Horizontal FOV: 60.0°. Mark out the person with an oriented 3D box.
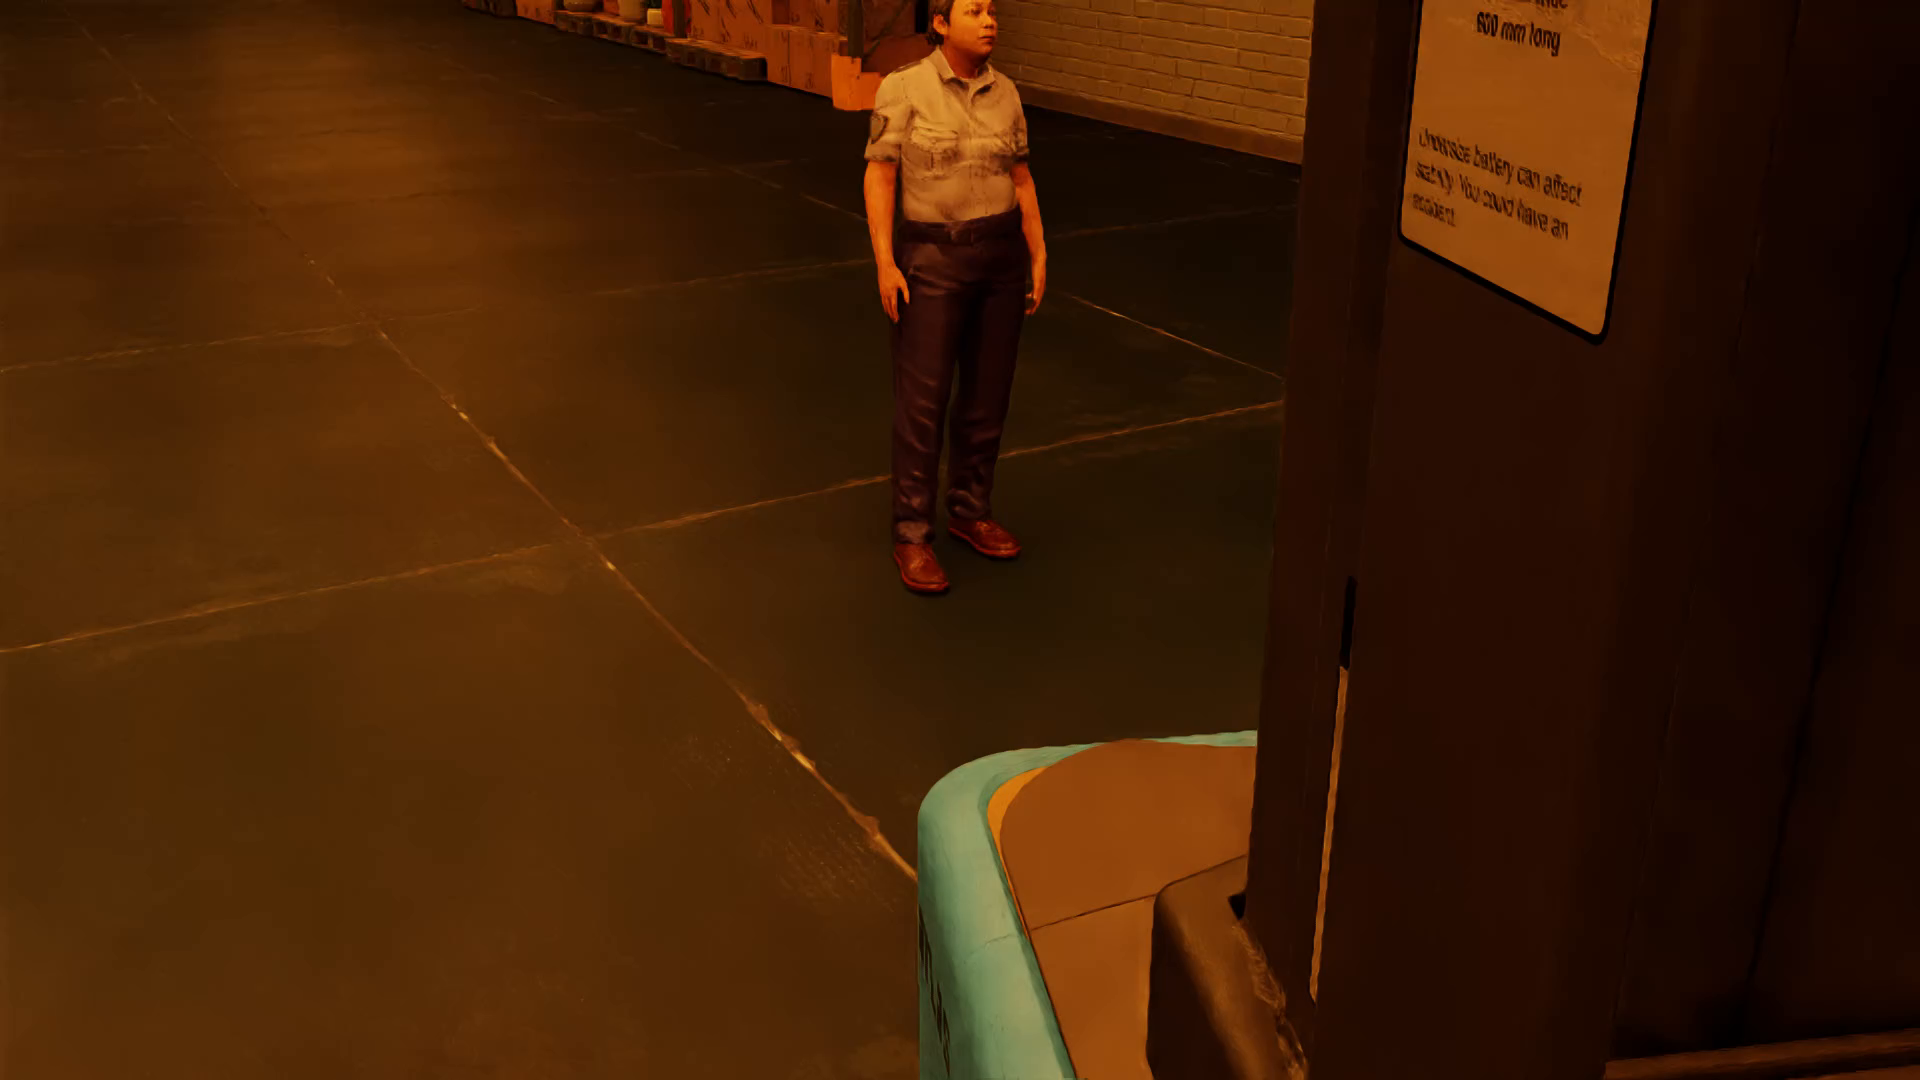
[{"bbox_3d":[0.025,-0.730,4.739,0.599,1.640,0.502,-12,25,-28],"label":"person"}]
